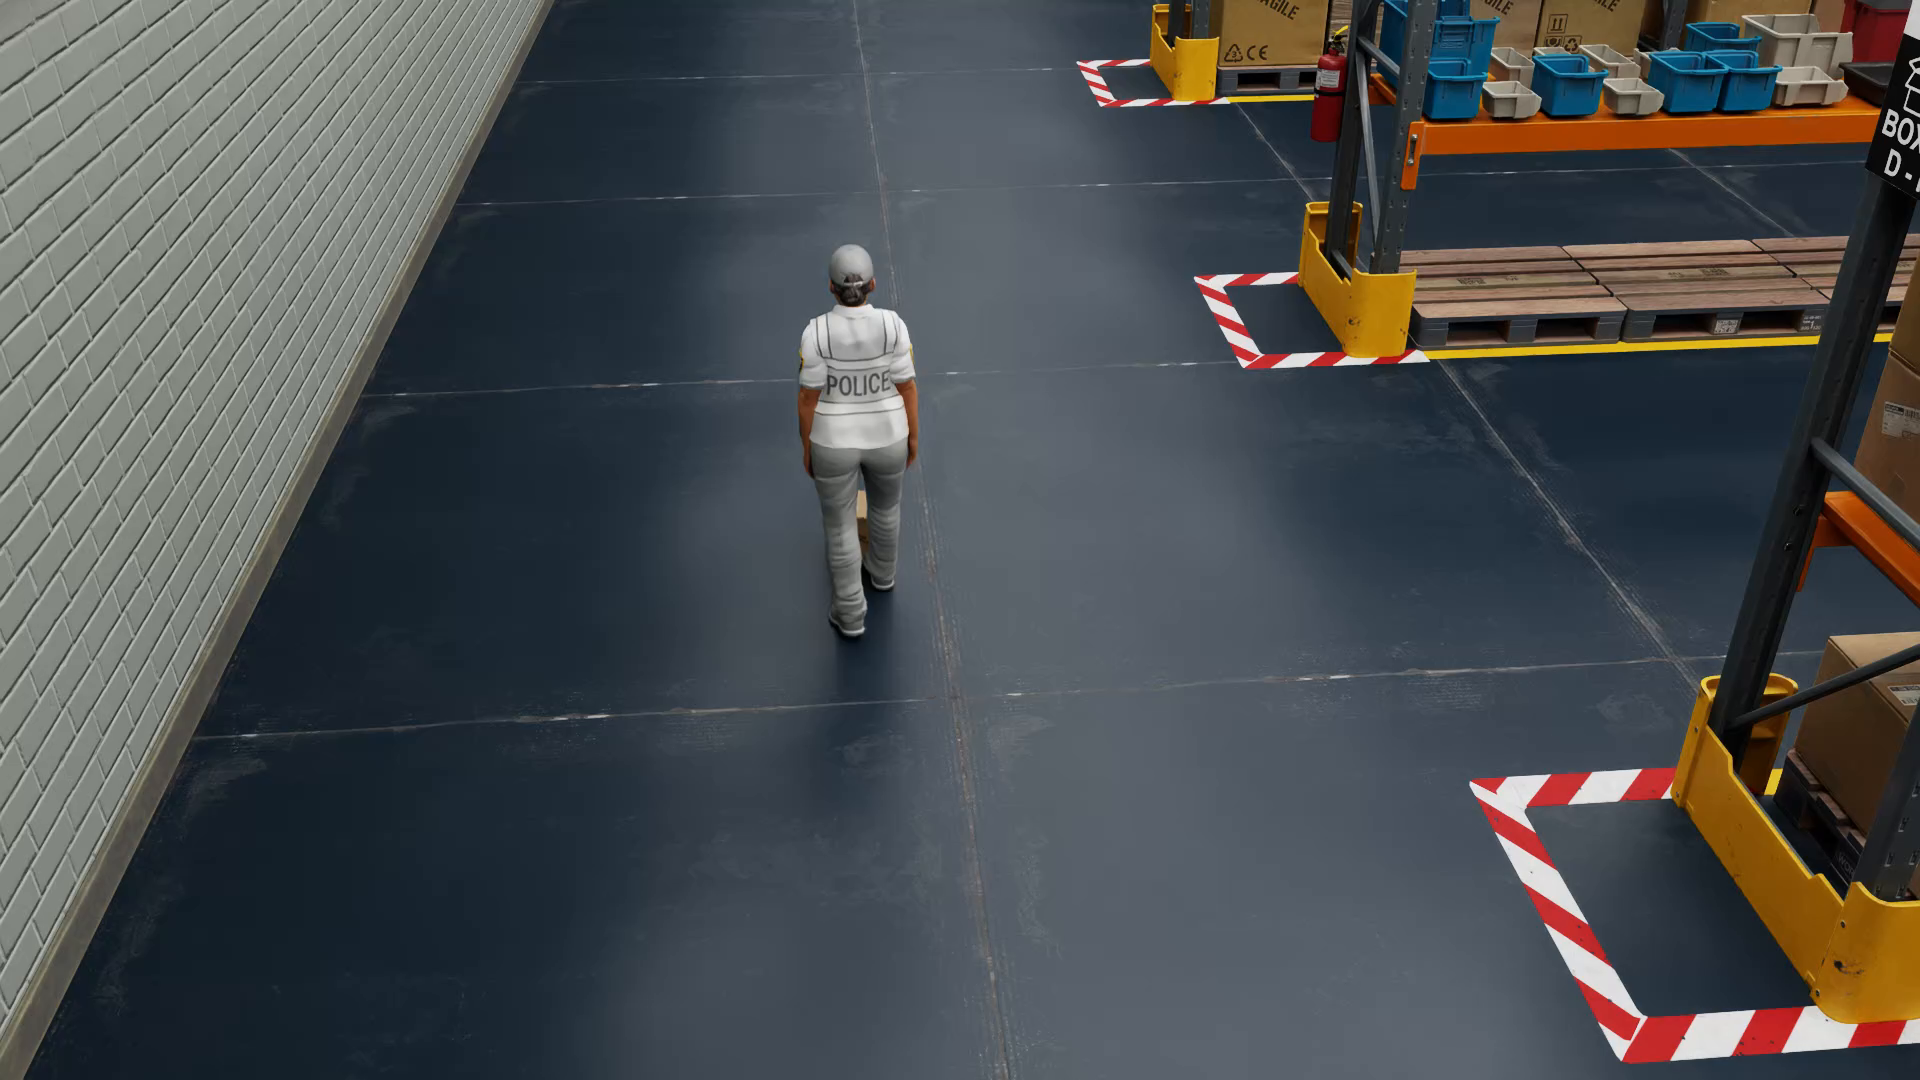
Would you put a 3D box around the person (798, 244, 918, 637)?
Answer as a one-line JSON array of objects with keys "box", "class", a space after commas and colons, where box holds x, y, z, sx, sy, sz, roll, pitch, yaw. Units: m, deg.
[{"box": [-0.429, -0.447, 6.861, 0.487, 1.661, 0.662, -6, 32, -10], "class": "person"}]
